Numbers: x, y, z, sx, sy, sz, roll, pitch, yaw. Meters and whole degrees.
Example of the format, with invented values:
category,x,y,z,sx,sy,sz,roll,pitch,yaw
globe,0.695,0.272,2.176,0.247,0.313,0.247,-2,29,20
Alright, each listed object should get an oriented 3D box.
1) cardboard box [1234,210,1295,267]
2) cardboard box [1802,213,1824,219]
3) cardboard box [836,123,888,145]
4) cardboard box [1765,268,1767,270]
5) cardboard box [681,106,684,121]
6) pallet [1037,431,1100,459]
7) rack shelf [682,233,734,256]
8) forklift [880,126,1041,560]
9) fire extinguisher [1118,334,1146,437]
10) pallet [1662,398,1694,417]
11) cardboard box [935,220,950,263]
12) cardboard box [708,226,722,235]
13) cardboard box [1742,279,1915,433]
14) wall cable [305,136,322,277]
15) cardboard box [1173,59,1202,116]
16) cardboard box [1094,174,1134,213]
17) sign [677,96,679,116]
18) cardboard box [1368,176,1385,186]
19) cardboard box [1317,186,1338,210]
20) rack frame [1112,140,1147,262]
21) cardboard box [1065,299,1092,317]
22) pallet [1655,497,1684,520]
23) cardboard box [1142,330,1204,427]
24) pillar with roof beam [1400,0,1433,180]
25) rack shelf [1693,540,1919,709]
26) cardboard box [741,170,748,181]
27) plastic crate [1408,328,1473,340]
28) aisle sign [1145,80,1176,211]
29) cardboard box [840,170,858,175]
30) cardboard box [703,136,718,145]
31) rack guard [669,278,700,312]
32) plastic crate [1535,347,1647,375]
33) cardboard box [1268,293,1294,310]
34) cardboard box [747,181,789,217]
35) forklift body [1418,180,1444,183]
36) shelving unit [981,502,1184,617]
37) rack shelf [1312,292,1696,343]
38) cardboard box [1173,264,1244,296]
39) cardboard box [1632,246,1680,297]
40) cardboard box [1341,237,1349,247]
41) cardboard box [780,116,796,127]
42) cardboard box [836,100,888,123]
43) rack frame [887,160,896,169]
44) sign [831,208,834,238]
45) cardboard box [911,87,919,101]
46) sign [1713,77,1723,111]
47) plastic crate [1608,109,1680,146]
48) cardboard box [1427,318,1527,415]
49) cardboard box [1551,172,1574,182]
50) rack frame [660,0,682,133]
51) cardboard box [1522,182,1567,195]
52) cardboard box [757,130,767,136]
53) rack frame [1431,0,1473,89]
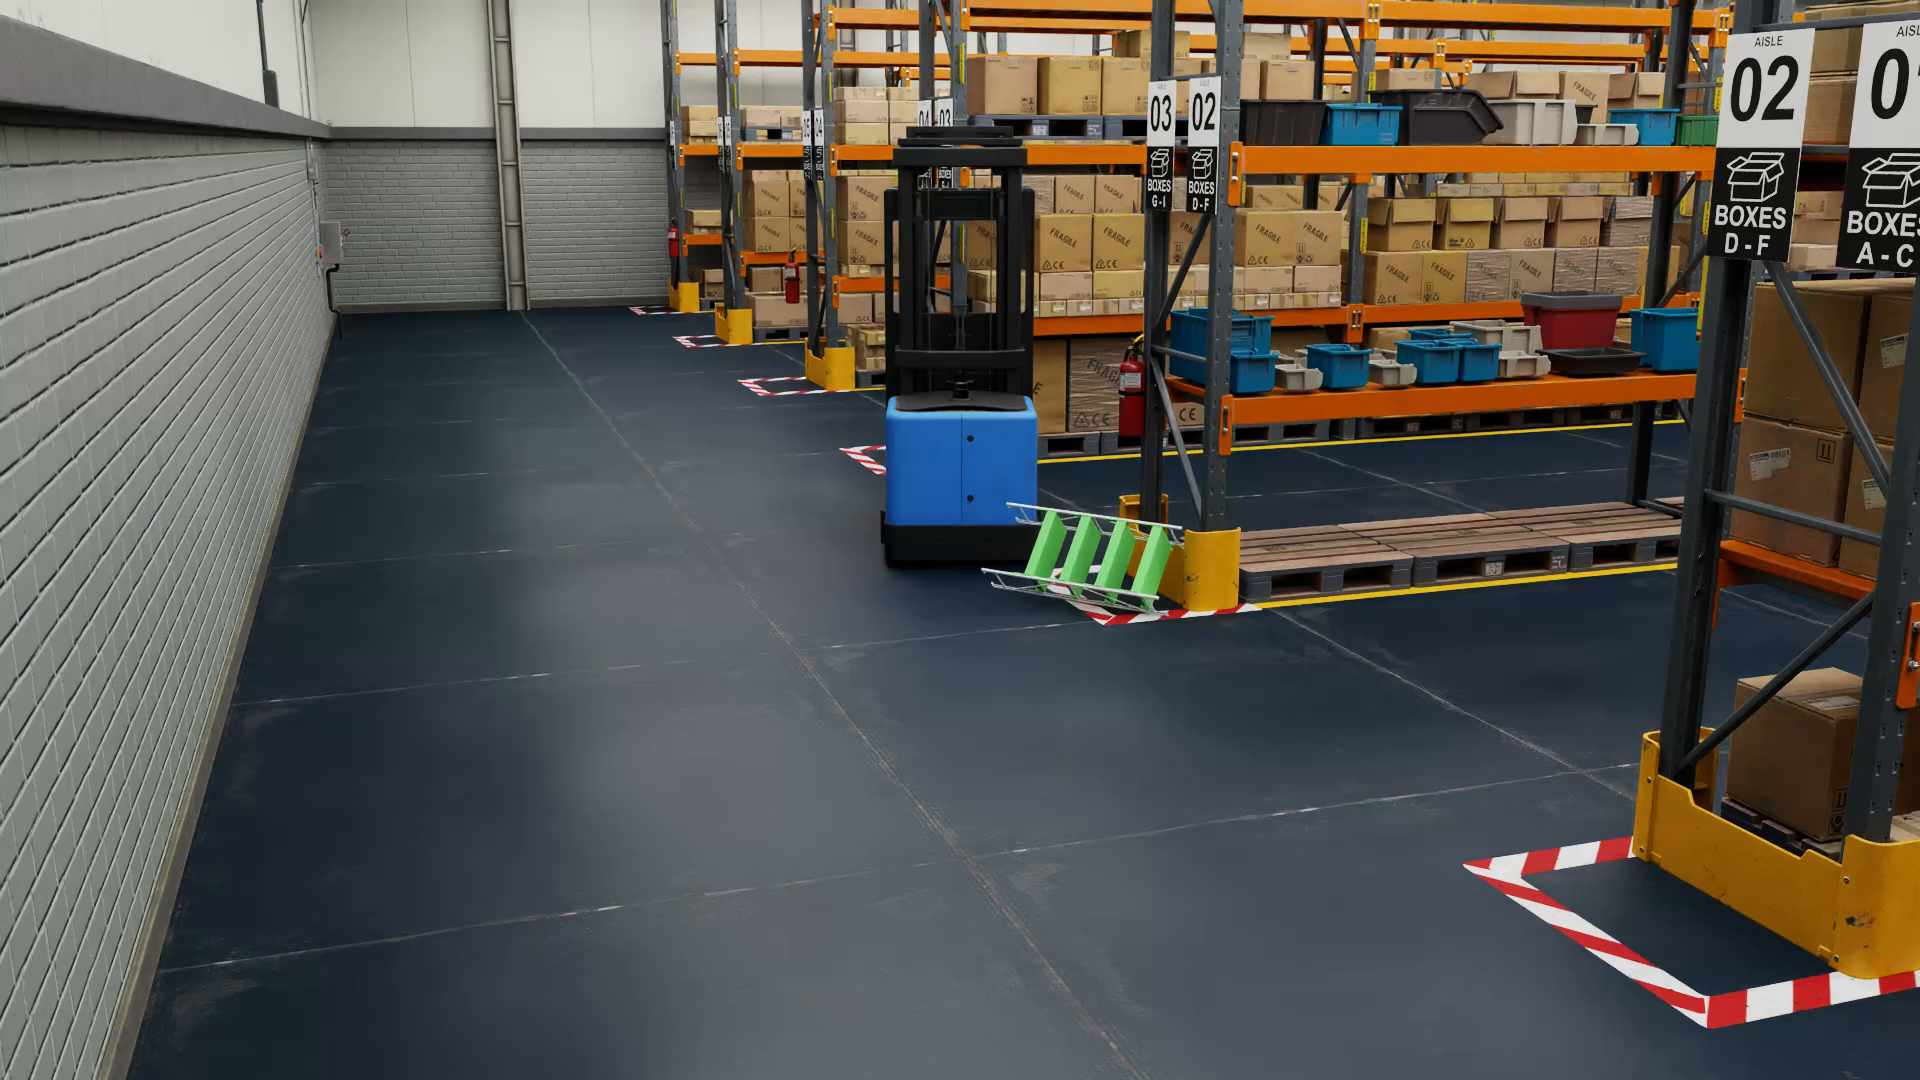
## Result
category,x,y,z,sx,sy,sz,roll,pitch,yaw
cardboard box,2.808,-2.846,15.686,0.500,0.500,0.500,-4,14,-17
cardboard box,12.100,-4.495,24.236,0.550,0.550,0.875,-4,14,-18
cardboard box,-1.135,-4.701,19.268,0.500,0.250,0.500,-4,14,-16
cardboard box,8.422,-3.198,17.982,0.500,0.500,0.700,-2,14,-10
cardboard box,-4.571,-7.373,28.776,0.500,0.250,0.500,-5,14,-20
pallet,0.577,-0.962,15.733,1.213,0.211,1.003,-4,14,-18
rack shelf,-3.008,-5.302,29.507,4.000,0.370,1.077,-4,14,-18
forklift,-0.009,-1.570,12.410,1.130,2.935,3.031,0,13,-1
fire extinguisher,1.136,-1.026,10.947,0.183,0.674,0.296,-4,14,-18
pallet,8.167,-1.534,18.136,1.213,0.211,1.003,-4,14,-18
cardboard box,-0.161,-3.582,19.863,0.500,0.500,0.500,-4,14,-17
cardboard box,-4.278,-5.375,28.802,0.250,0.149,0.380,-4,14,-17
cardboard box,3.334,-0.698,6.219,0.500,0.500,0.500,-5,14,-19
wall cable,-8.654,-4.505,22.335,0.123,1.953,0.585,-4,14,-18
cardboard box,1.861,-4.182,15.420,0.500,0.500,0.700,-4,14,-16
cardboard box,1.790,-4.219,20.379,0.500,0.500,0.500,-5,14,-20
sign,-4.730,-7.270,27.854,0.005,0.325,0.100,-4,14,-18
cardboard box,6.790,-5.852,27.097,0.250,0.149,0.380,-5,14,-20
cardboard box,5.759,-5.467,26.880,0.500,0.500,0.500,-4,14,-17
rack frame,2.149,-3.633,20.935,0.127,3.000,1.000,-4,14,-18
cardboard box,1.018,-2.132,15.167,0.250,0.149,0.380,-5,14,-19
pallet,5.959,-0.143,12.288,1.213,0.211,1.003,-4,14,-18
cardboard box,2.131,-1.611,16.118,0.875,0.875,0.875,-4,14,-18
pillar with roof beam,10.687,-8.806,29.719,0.400,9.000,9.100,-4,14,-18
rack shelf,4.895,0.133,6.658,4.000,0.370,1.077,-4,14,-18
cardboard box,-3.041,-5.337,24.321,0.250,0.149,0.380,-4,14,-17
plastic crate,3.288,-1.312,11.409,0.300,0.233,0.416,-4,14,-18
aisle sign,1.262,-2.480,10.470,0.004,0.787,0.394,-4,14,-18
cardboard box,-1.658,-5.325,24.269,0.250,0.149,0.380,-4,14,-18
cardboard box,-4.287,-6.839,28.475,0.250,0.149,0.380,-4,14,-17
rack guard,-4.831,-4.294,29.116,0.348,0.500,1.175,-4,14,-18
plastic crate,4.239,-1.206,11.194,0.590,0.125,0.437,-4,14,-18
cardboard box,2.963,-2.283,15.804,0.250,0.149,0.380,-5,14,-19
cardboard box,-2.771,-4.924,23.986,0.500,0.500,0.500,-5,14,-19
forklift body,9.046,-5.733,31.595,1.214,2.155,2.313,-4,14,-18
shelving unit,0.787,0.113,10.444,1.200,0.503,0.258,9,-26,27
rack shelf,5.531,-2.336,17.035,4.000,0.370,1.077,-4,14,-18
cardboard box,2.327,-2.443,15.613,0.500,0.250,0.500,-4,14,-17
cardboard box,7.037,-2.791,17.179,0.500,0.500,0.500,-4,14,-16
cardboard box,4.902,-3.819,21.351,0.250,0.149,0.380,-5,14,-19
cardboard box,-2.547,-6.108,24.275,0.250,0.149,0.380,-6,14,-22
cardboard box,-1.134,-4.944,19.206,0.500,0.250,0.500,-4,14,-17
rack frame,-1.112,-5.800,30.044,0.127,3.000,1.000,-4,14,-18
sign,-1.469,-3.640,19.094,0.005,0.325,0.100,-4,14,-18
cardboard box,-0.504,-5.172,19.305,0.250,0.149,0.380,-4,14,-17
sign,7.595,-4.460,16.642,0.005,0.325,0.100,-4,14,-18
plastic crate,4.454,-2.692,10.859,0.300,0.233,0.416,-4,14,-18
cardboard box,5.082,-1.826,17.023,0.875,0.875,1.225,-5,14,-20
cardboard box,9.983,-6.089,28.240,0.500,0.500,0.700,-5,14,-18
rack frame,-4.903,-8.423,28.109,0.127,3.000,1.000,-4,14,-18
cardboard box,7.817,-4.608,22.658,0.500,0.500,0.700,-5,14,-19
cardboard box,-3.432,-7.086,28.648,0.500,0.250,0.500,-5,14,-20
rack frame,8.057,-8.221,27.256,0.127,3.000,1.000,-4,14,-18
